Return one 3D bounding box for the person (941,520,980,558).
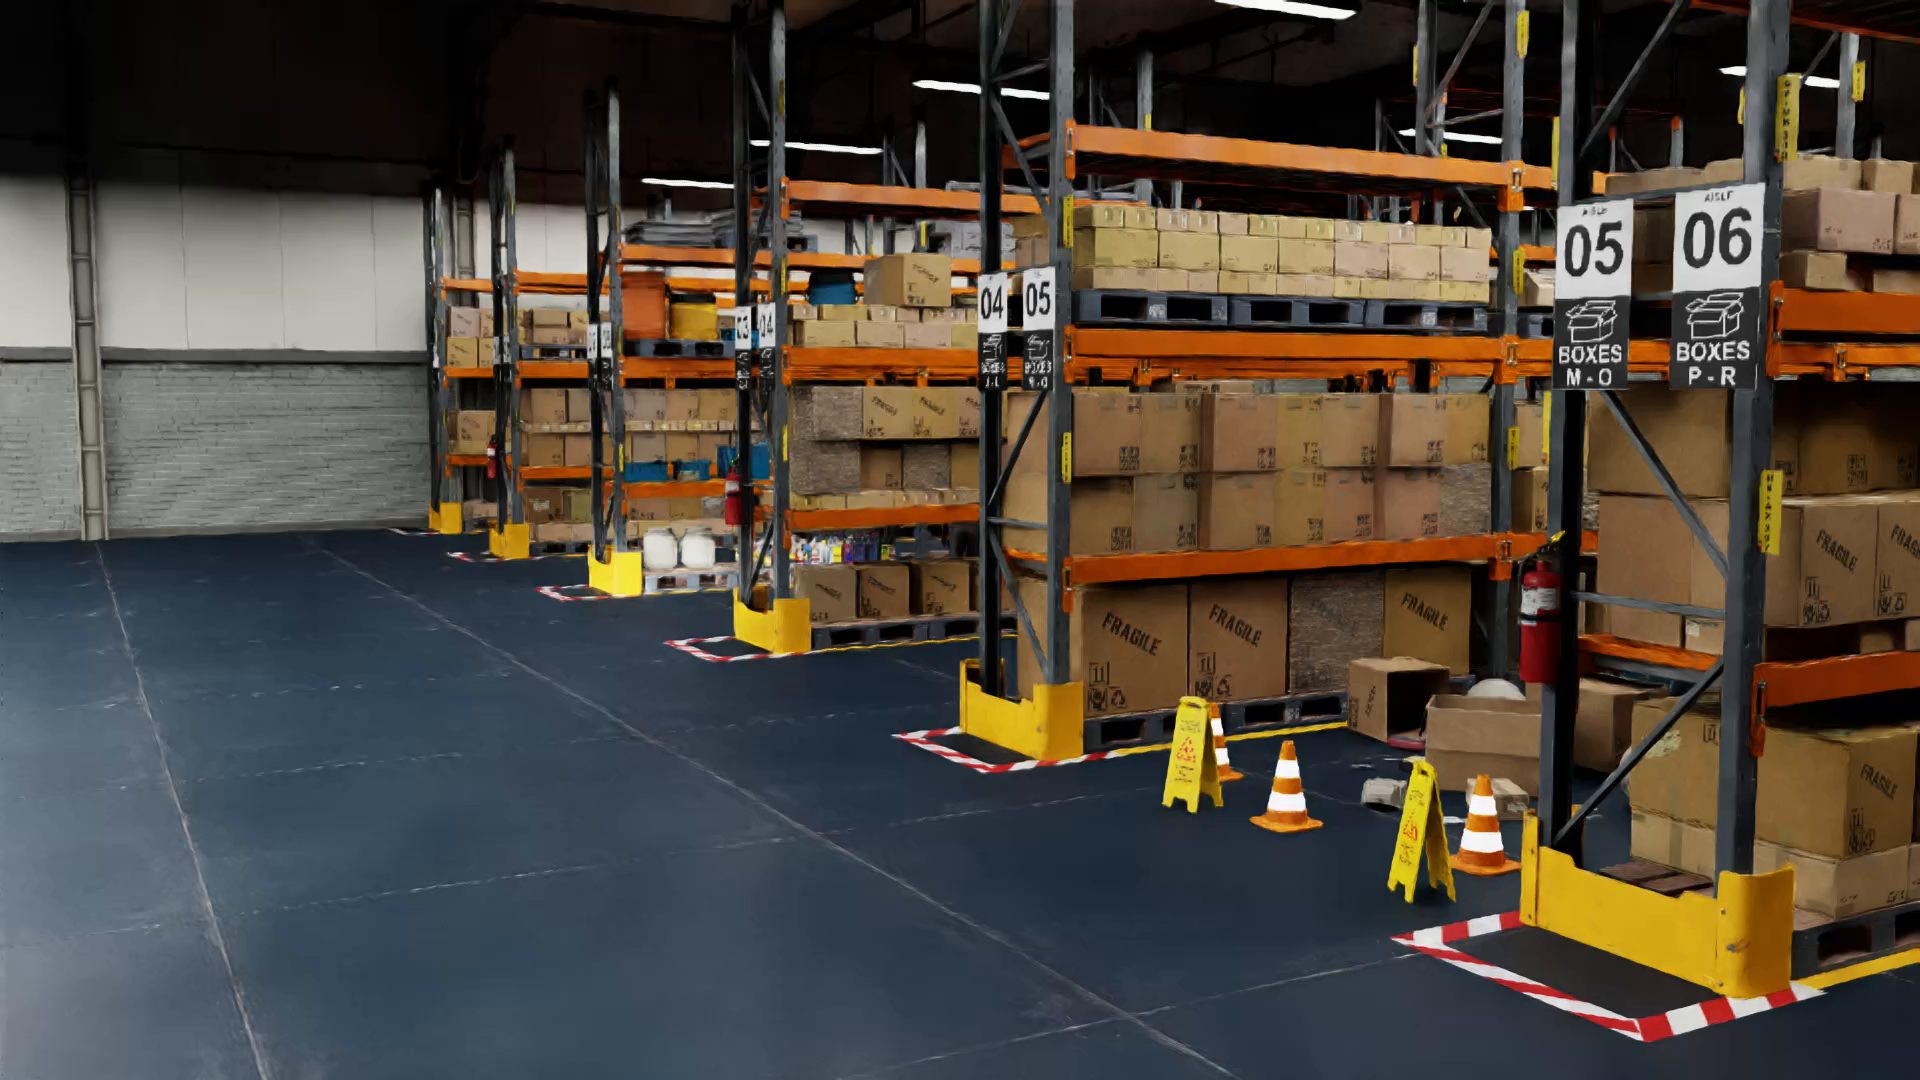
[{"bbox_3d":[0.053,-0.072,18.363,0.541,1.661,0.562,-1,5,-9],"label":"person"}]
